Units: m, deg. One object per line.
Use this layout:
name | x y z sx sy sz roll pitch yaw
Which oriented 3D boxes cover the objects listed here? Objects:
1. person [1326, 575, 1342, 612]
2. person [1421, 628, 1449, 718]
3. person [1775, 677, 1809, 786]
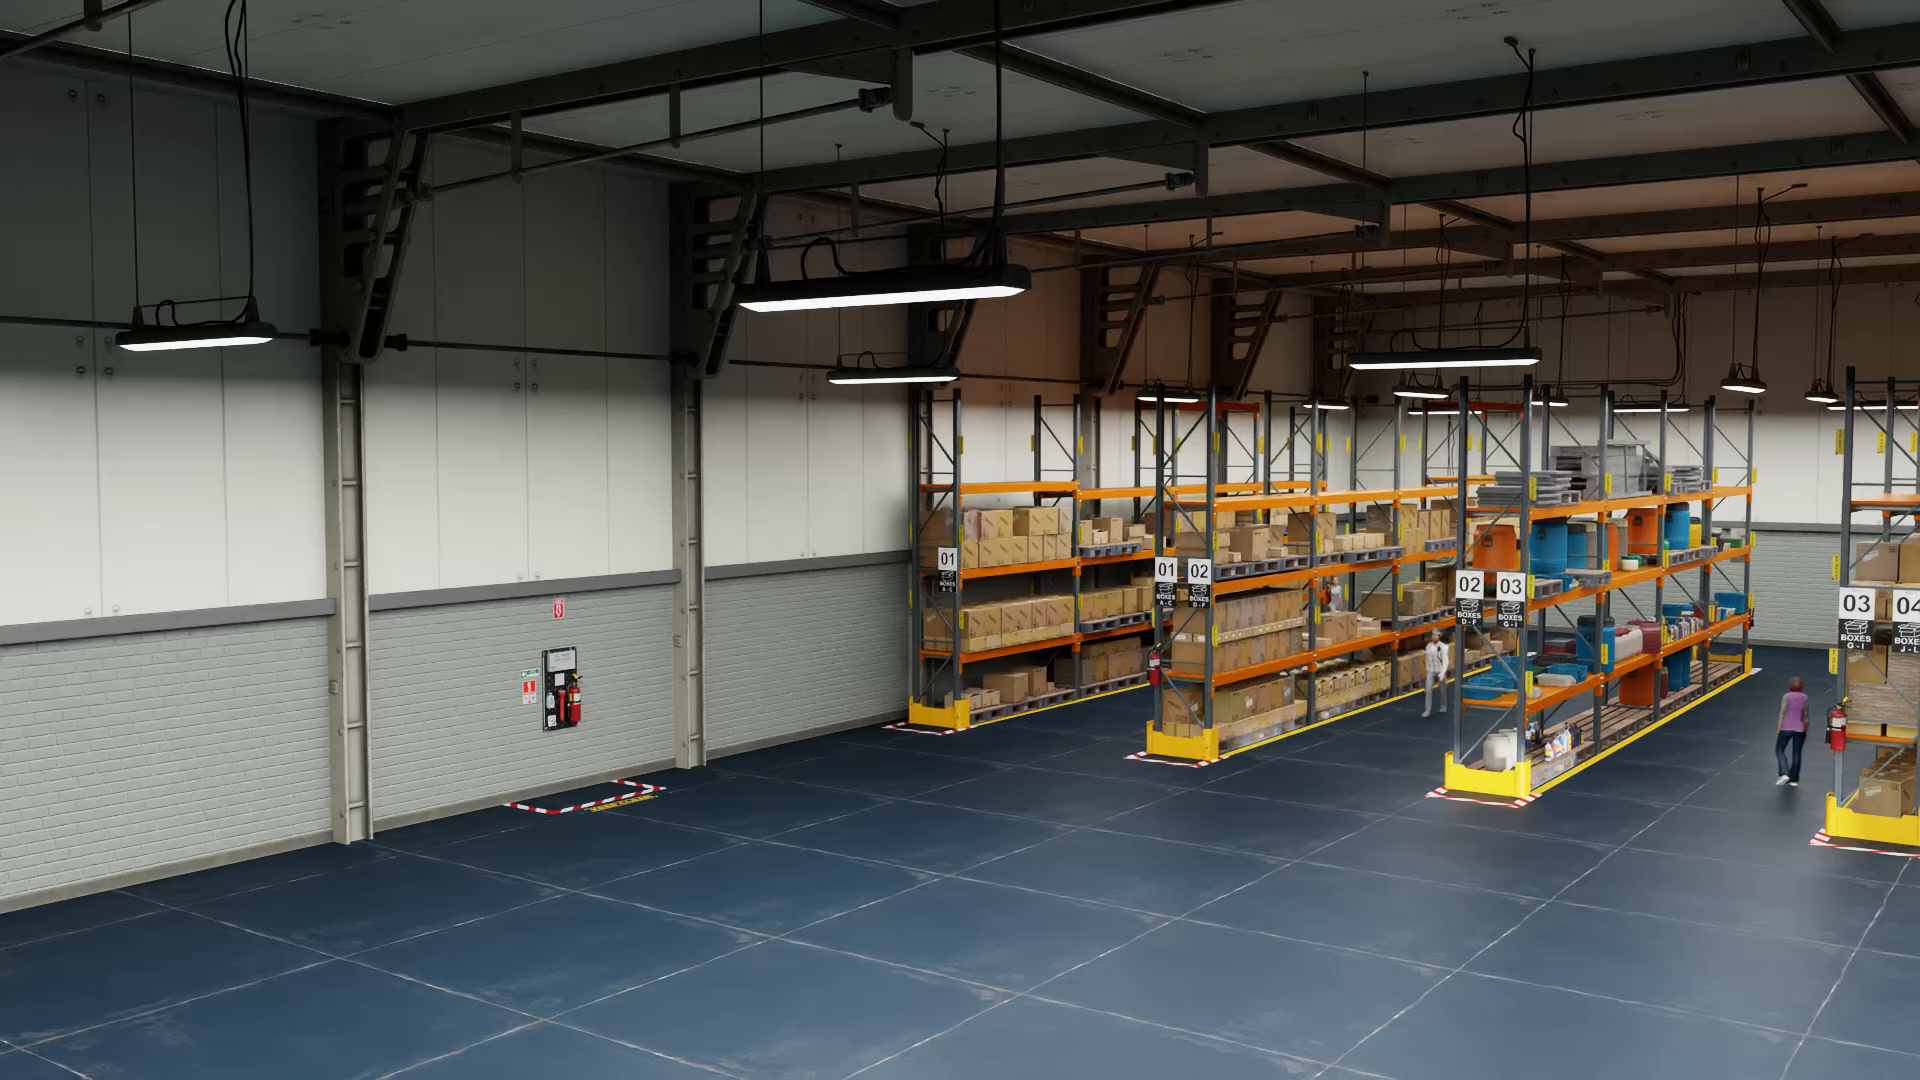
person | 9.765 1.718 43.547 0.430 1.606 1.110 -3 4 -38
person | 8.781 2.420 30.602 0.458 1.616 1.052 2 4 26
person | 12.219 2.819 24.390 0.442 1.620 0.352 0 3 9
